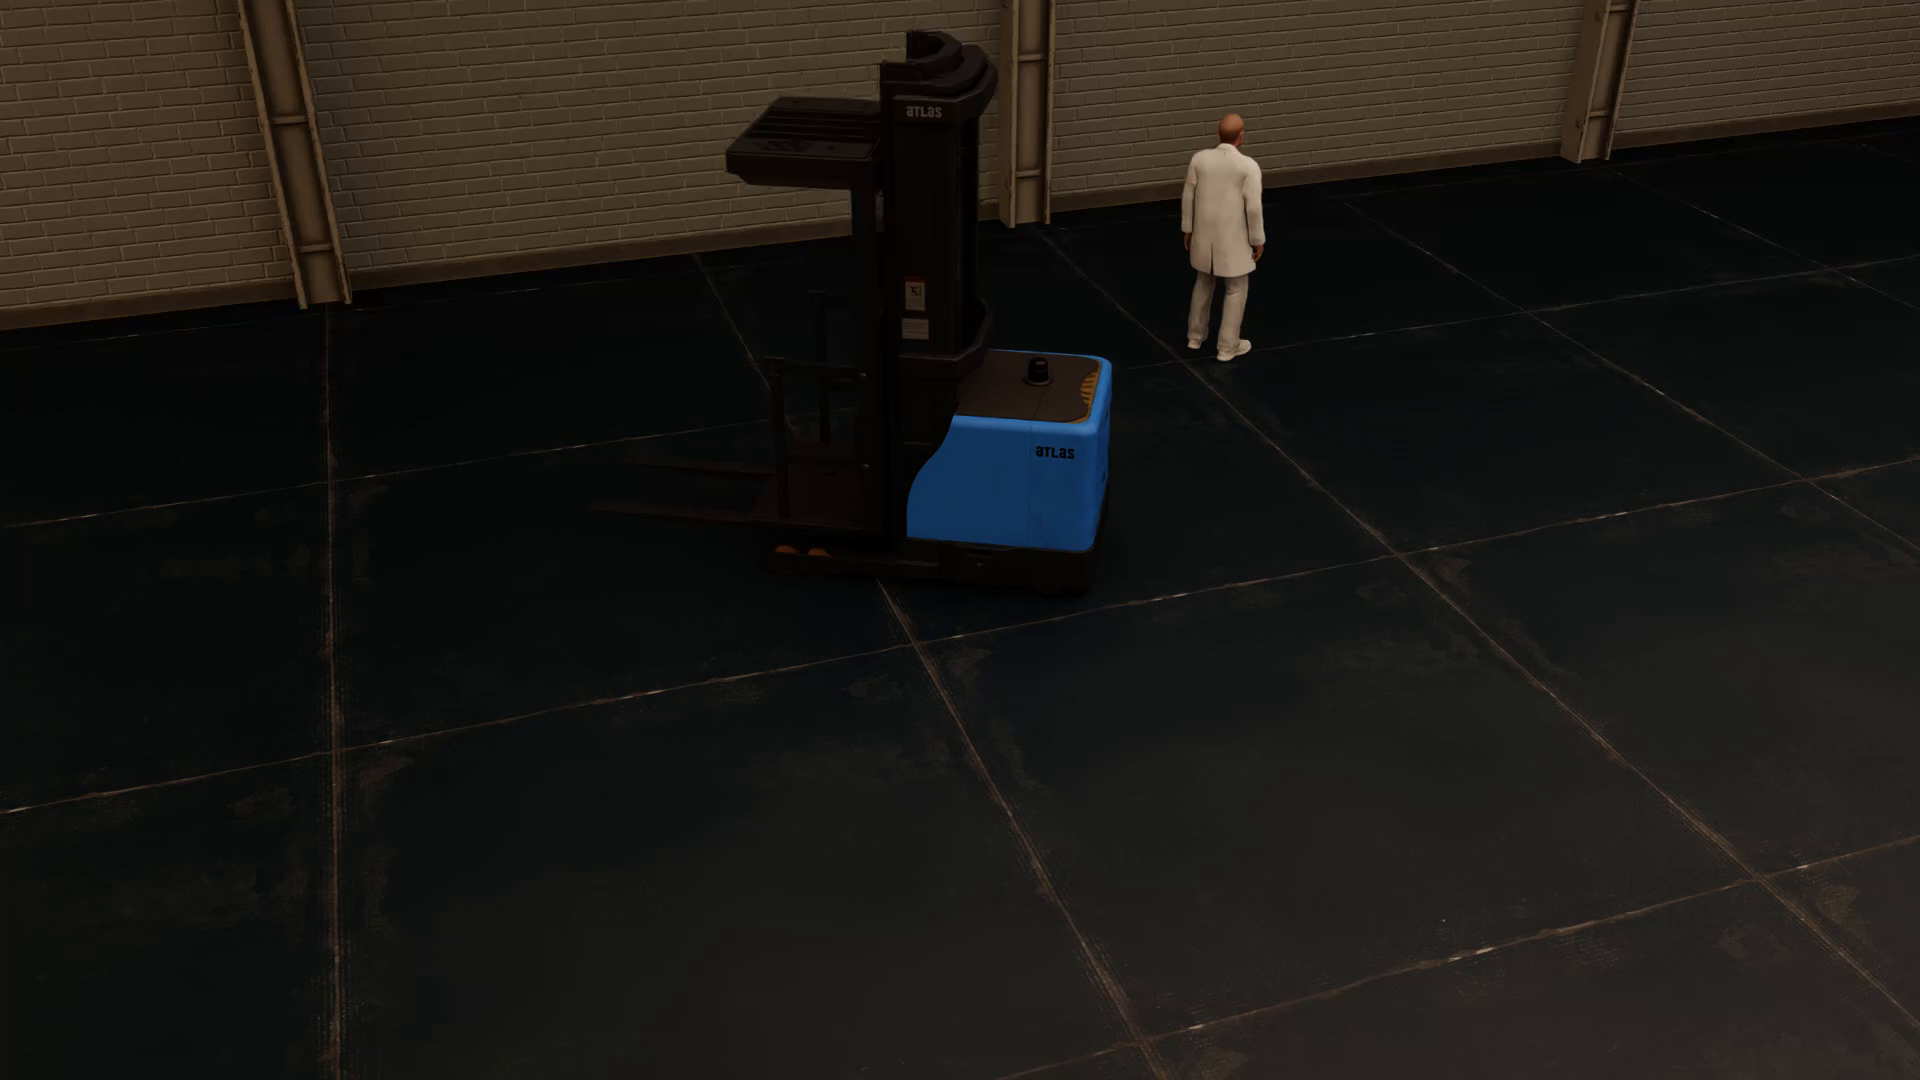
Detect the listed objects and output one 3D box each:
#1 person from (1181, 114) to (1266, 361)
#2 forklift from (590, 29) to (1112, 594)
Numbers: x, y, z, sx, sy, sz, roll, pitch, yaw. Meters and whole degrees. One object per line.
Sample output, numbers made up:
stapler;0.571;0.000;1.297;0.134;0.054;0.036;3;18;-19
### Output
person;1.923;-2.206;12.092;0.651;1.779;0.459;19;35;29
forklift;-0.662;-1.306;9.358;3.031;2.935;1.130;5;30;8
